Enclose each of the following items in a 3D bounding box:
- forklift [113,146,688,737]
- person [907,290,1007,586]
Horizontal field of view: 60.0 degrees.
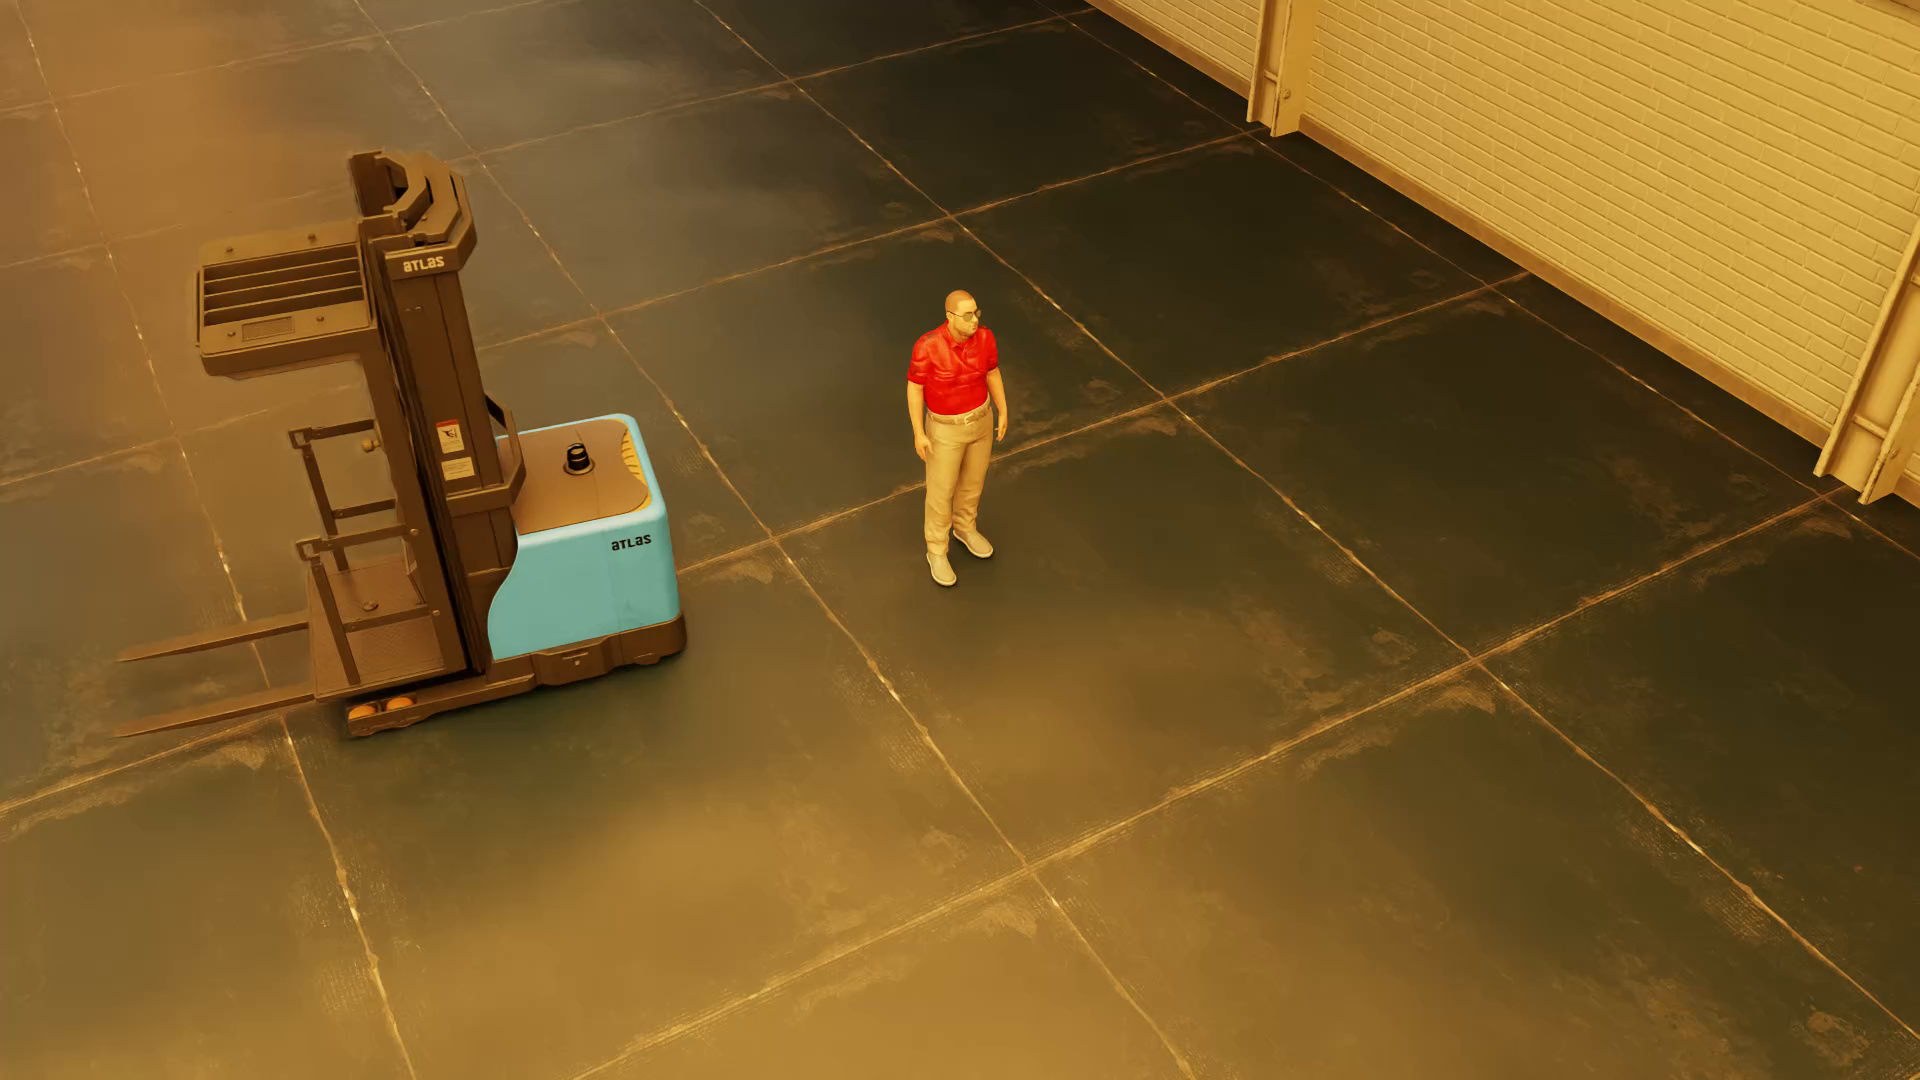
[{"bbox_3d":[-3.134,-0.444,8.572,3.031,2.935,1.130,-13,41,-15],"label":"forklift"},{"bbox_3d":[0.034,-0.617,9.711,0.640,1.727,0.551,-20,44,-23],"label":"person"}]
